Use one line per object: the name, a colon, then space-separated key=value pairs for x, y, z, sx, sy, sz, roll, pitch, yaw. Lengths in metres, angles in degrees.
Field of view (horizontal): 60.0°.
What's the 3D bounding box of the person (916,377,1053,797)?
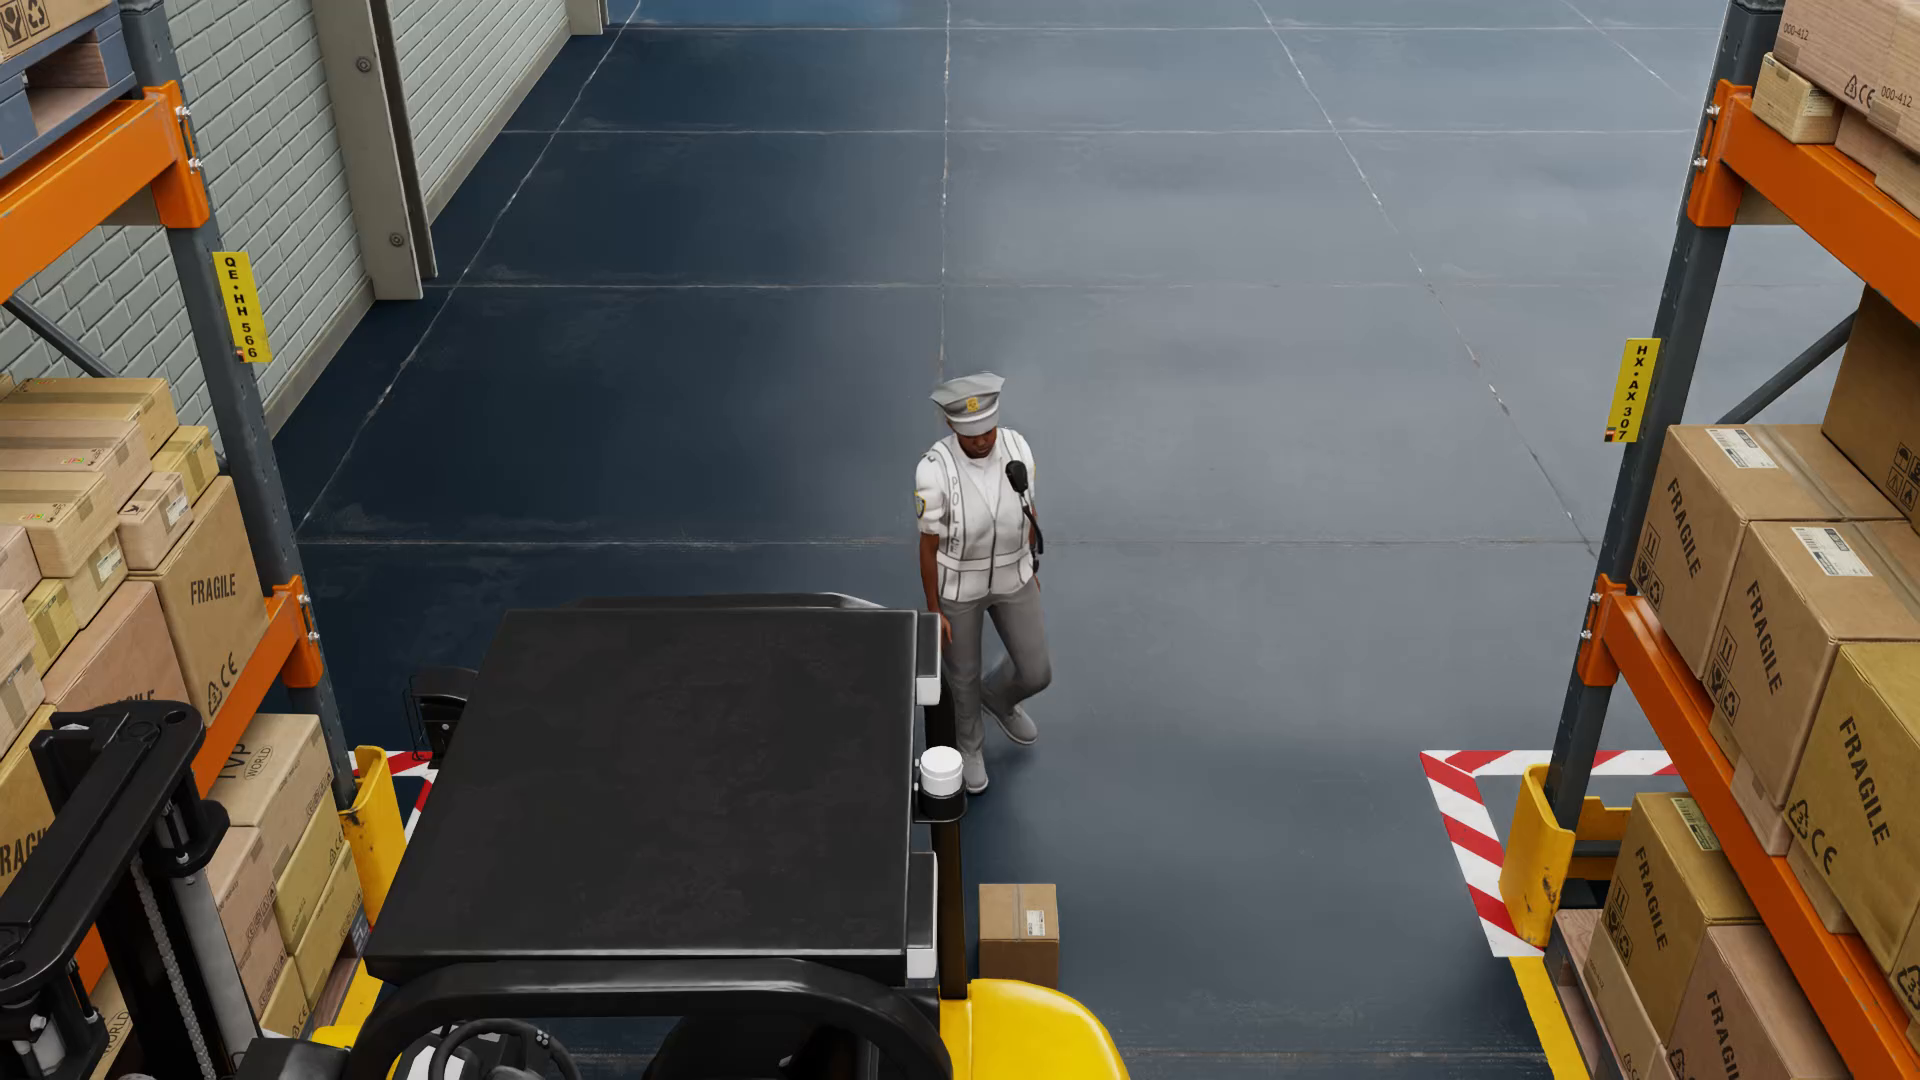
person: x=0.094 y=0.174 z=5.827 sx=0.504 sy=1.682 sz=0.395 roll=-8 pitch=33 yaw=-13
